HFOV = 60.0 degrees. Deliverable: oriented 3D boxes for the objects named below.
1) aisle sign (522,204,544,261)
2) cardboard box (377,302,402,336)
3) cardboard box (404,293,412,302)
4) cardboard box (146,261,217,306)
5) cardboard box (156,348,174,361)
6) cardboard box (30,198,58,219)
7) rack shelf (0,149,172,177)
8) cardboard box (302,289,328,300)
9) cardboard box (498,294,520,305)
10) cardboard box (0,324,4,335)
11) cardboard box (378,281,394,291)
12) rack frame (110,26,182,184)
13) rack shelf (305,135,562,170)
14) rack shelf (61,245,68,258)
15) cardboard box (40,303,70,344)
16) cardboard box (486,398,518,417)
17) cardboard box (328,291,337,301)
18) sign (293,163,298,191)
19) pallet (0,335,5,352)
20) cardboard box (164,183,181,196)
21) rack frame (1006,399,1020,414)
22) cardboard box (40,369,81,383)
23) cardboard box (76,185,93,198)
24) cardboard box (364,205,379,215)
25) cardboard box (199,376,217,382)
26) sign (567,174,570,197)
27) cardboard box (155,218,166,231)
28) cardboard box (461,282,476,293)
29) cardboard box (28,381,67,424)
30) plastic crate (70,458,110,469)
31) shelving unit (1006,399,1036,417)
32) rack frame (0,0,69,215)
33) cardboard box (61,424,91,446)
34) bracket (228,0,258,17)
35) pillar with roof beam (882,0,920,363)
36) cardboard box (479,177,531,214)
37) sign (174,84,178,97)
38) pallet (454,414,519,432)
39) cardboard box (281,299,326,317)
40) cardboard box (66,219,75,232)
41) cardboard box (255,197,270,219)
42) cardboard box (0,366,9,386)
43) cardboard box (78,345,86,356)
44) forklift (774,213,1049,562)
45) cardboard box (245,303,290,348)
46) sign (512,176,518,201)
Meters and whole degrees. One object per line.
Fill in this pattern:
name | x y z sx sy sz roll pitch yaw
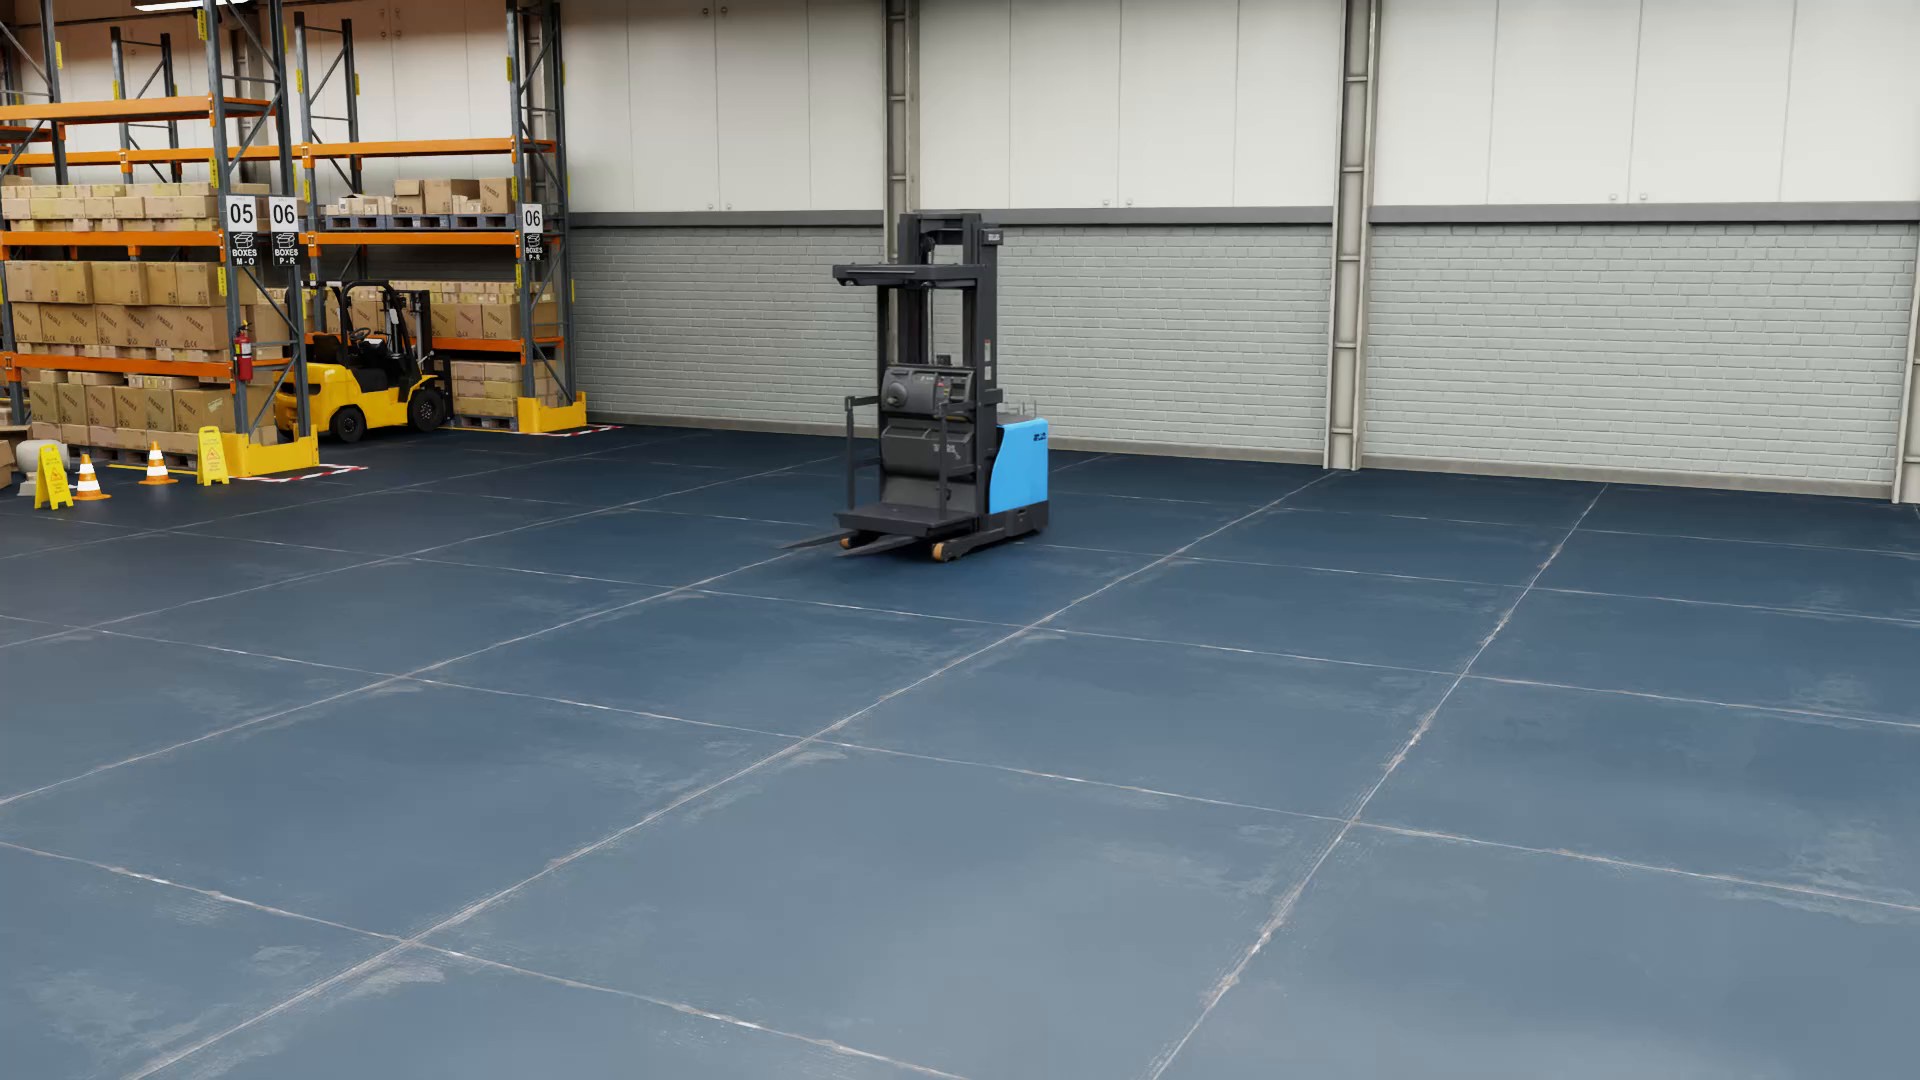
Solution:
aisle sign | -5.999 -4.320 23.377 0.004 0.787 0.394 5 11 26
cardboard box | -8.304 -3.302 24.774 0.500 0.500 0.500 5 11 25
cardboard box | -7.968 -3.584 24.509 0.250 0.149 0.380 5 11 25
cardboard box | -9.126 -3.034 19.647 0.500 0.500 0.700 5 11 26
cardboard box | -9.292 -2.213 19.739 0.250 0.149 0.380 5 12 27
cardboard box | -10.968 -4.046 20.326 0.500 0.250 0.500 5 11 25
rack shelf | -14.896 -6.282 27.815 4.000 0.370 1.077 5 11 26
cardboard box | -9.920 -3.768 25.524 0.250 0.149 0.380 5 12 28
cardboard box | -6.363 -3.444 23.733 0.250 0.149 0.380 5 11 27
cardboard box | -12.292 -2.694 21.221 0.250 0.149 0.380 5 11 27
cardboard box | -8.423 -3.773 24.715 0.250 0.149 0.380 5 11 25
rack frame | -13.102 -6.675 26.845 0.127 3.000 1.000 5 11 26
rack shelf | -7.721 -5.652 24.332 4.000 0.370 1.077 5 11 26
rack shelf | -13.502 -3.895 21.924 4.000 0.370 1.077 5 11 26
cardboard box | -10.976 -2.695 20.585 0.500 0.500 0.500 5 11 26
cardboard box | -6.489 -1.933 24.029 0.500 0.250 0.500 5 11 26
cardboard box | -9.346 -3.709 25.200 0.250 0.149 0.380 5 11 25
sign | -7.881 -4.292 19.648 0.005 0.325 0.100 5 11 26
pallet | -12.329 -2.604 21.734 1.213 0.211 1.003 5 11 26
cardboard box | -9.006 -4.068 19.326 0.250 0.149 0.380 5 11 25
rack frame | 0.505 -0.745 15.977 0.006 1.200 0.240 6 12 32
cardboard box | -11.213 -2.048 20.736 0.250 0.149 0.380 5 11 27
cardboard box | -10.378 -4.189 19.996 0.250 0.149 0.380 5 11 25
cardboard box | -8.558 -4.872 24.549 0.250 0.149 0.380 5 12 28
cardboard box | -11.959 -2.660 26.992 0.625 0.625 0.875 5 12 28
sign | -5.677 -5.126 24.031 0.005 0.325 0.100 5 11 26
cardboard box | -9.223 -3.707 19.572 0.250 0.149 0.380 5 11 26
cardboard box | -7.014 -3.664 24.117 0.250 0.149 0.380 5 11 26
cardboard box | -11.298 -1.748 20.901 0.500 0.500 0.500 6 12 29
plastic crate | -10.663 -0.924 20.109 0.583 0.080 0.402 1 10 6
shelving unit | 0.582 -0.736 15.928 0.189 1.200 0.258 6 12 32
rack frame | -11.708 -5.567 20.722 0.127 3.000 1.000 5 11 26
cardboard box | -10.815 -1.339 20.746 0.500 0.250 0.500 6 12 29
bracket | -11.319 -8.398 26.258 0.430 0.232 0.235 5 11 26
pillar with roof beam | -2.678 -5.083 18.049 0.400 9.000 9.100 5 11 26
cardboard box | -6.433 -4.870 23.551 0.500 0.500 0.500 5 12 28
sign | -12.860 -7.302 27.239 0.005 0.325 0.100 5 11 26
pallet | -6.632 -1.774 24.440 1.213 0.211 1.003 5 11 26
cardboard box | -10.069 -3.578 25.595 0.500 0.250 0.500 5 11 25
cardboard box | -10.614 -3.823 20.215 0.250 0.149 0.380 5 11 24
cardboard box | -8.454 -3.930 19.688 0.500 0.250 0.500 5 11 25
cardboard box | -16.355 -2.941 28.897 0.500 0.500 0.500 6 12 28
cardboard box | -10.607 -2.347 20.478 0.250 0.149 0.380 5 11 26
forklift | -0.406 -1.350 14.461 1.130 2.935 3.031 7 12 33
cardboard box | -8.423 -2.577 19.930 0.500 0.500 0.500 5 11 25
sign | -6.180 -4.880 23.084 0.005 0.325 0.100 5 11 26
